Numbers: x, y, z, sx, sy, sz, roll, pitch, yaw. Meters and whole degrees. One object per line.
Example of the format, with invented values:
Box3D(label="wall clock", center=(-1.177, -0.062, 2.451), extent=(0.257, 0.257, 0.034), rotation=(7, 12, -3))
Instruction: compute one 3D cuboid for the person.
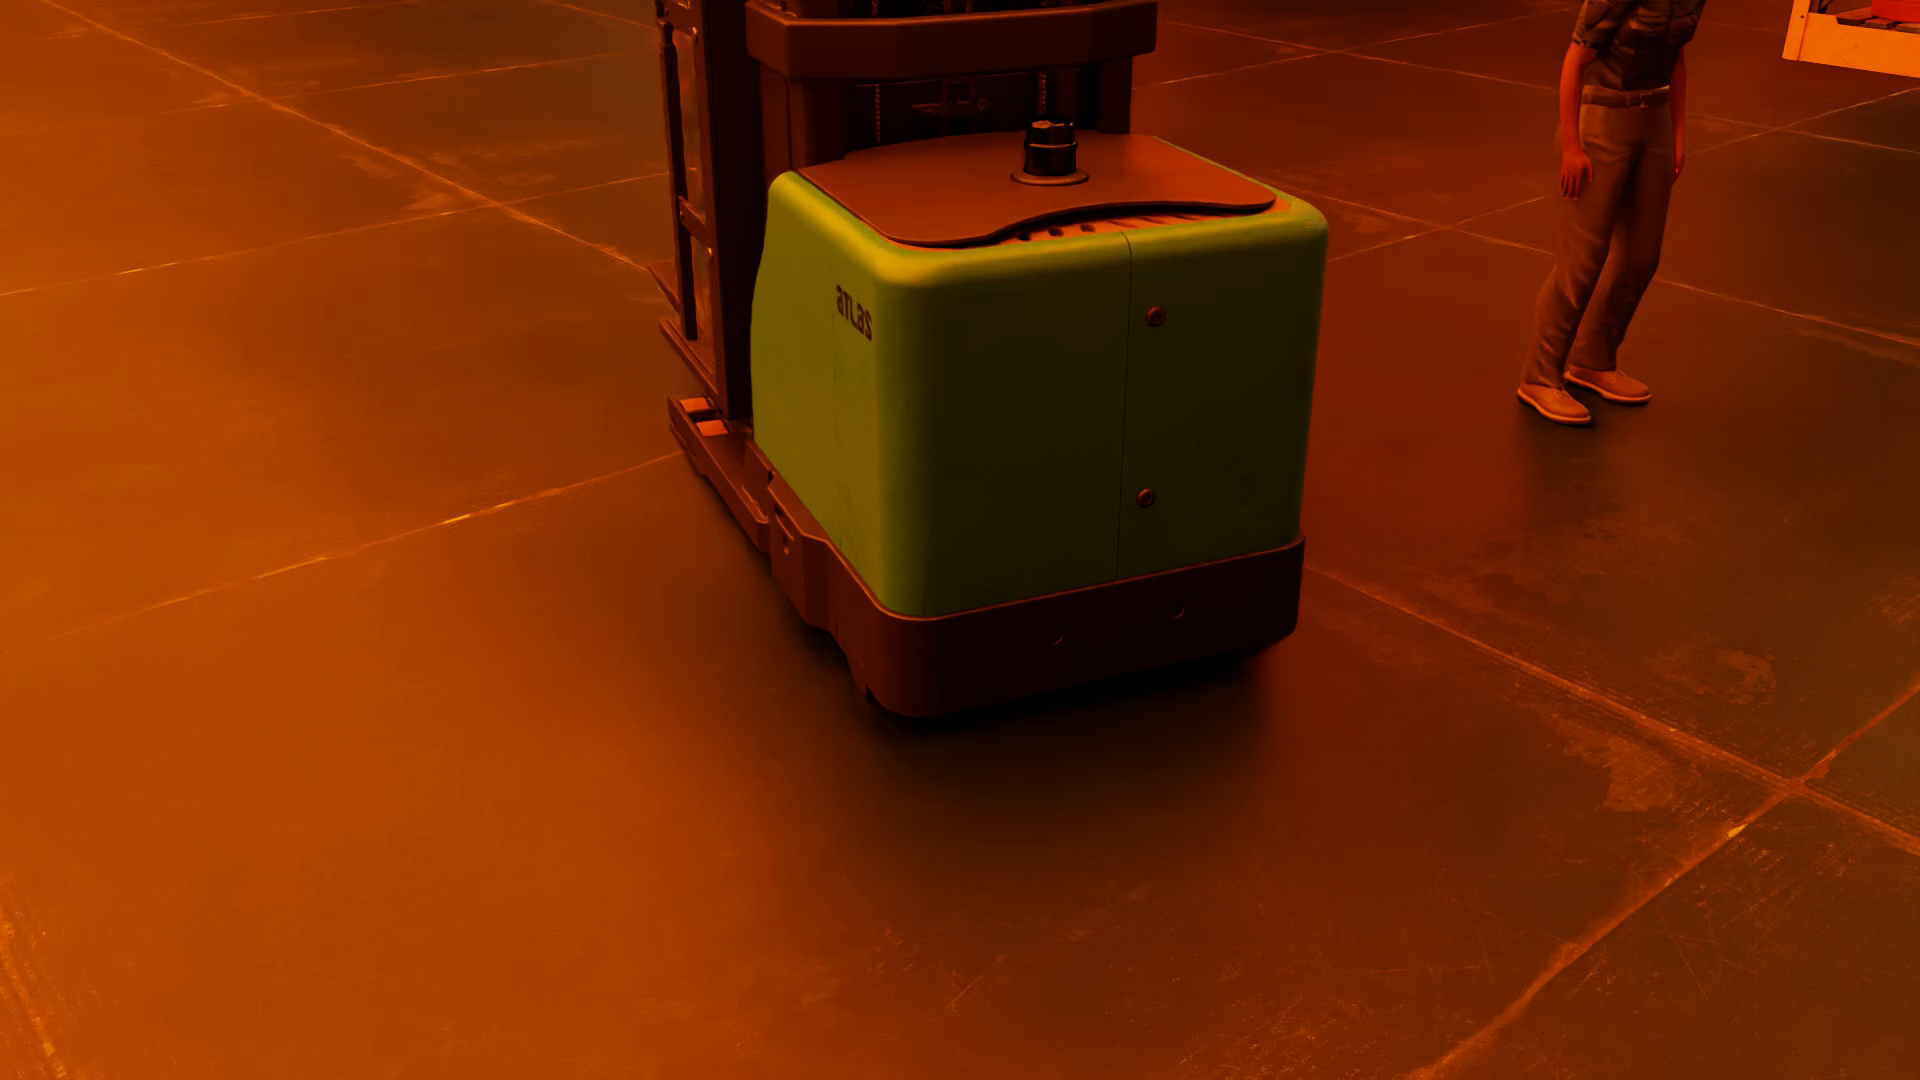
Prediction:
Box3D(label="person", center=(2.031, -1.203, 5.070), extent=(0.522, 1.653, 0.363), rotation=(-14, 30, -26))

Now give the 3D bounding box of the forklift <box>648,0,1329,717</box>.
Box3D(label="forklift", center=(-0.236, -1.563, 4.354), extent=(1.130, 2.935, 3.031), rotation=(-10, 28, -20))
